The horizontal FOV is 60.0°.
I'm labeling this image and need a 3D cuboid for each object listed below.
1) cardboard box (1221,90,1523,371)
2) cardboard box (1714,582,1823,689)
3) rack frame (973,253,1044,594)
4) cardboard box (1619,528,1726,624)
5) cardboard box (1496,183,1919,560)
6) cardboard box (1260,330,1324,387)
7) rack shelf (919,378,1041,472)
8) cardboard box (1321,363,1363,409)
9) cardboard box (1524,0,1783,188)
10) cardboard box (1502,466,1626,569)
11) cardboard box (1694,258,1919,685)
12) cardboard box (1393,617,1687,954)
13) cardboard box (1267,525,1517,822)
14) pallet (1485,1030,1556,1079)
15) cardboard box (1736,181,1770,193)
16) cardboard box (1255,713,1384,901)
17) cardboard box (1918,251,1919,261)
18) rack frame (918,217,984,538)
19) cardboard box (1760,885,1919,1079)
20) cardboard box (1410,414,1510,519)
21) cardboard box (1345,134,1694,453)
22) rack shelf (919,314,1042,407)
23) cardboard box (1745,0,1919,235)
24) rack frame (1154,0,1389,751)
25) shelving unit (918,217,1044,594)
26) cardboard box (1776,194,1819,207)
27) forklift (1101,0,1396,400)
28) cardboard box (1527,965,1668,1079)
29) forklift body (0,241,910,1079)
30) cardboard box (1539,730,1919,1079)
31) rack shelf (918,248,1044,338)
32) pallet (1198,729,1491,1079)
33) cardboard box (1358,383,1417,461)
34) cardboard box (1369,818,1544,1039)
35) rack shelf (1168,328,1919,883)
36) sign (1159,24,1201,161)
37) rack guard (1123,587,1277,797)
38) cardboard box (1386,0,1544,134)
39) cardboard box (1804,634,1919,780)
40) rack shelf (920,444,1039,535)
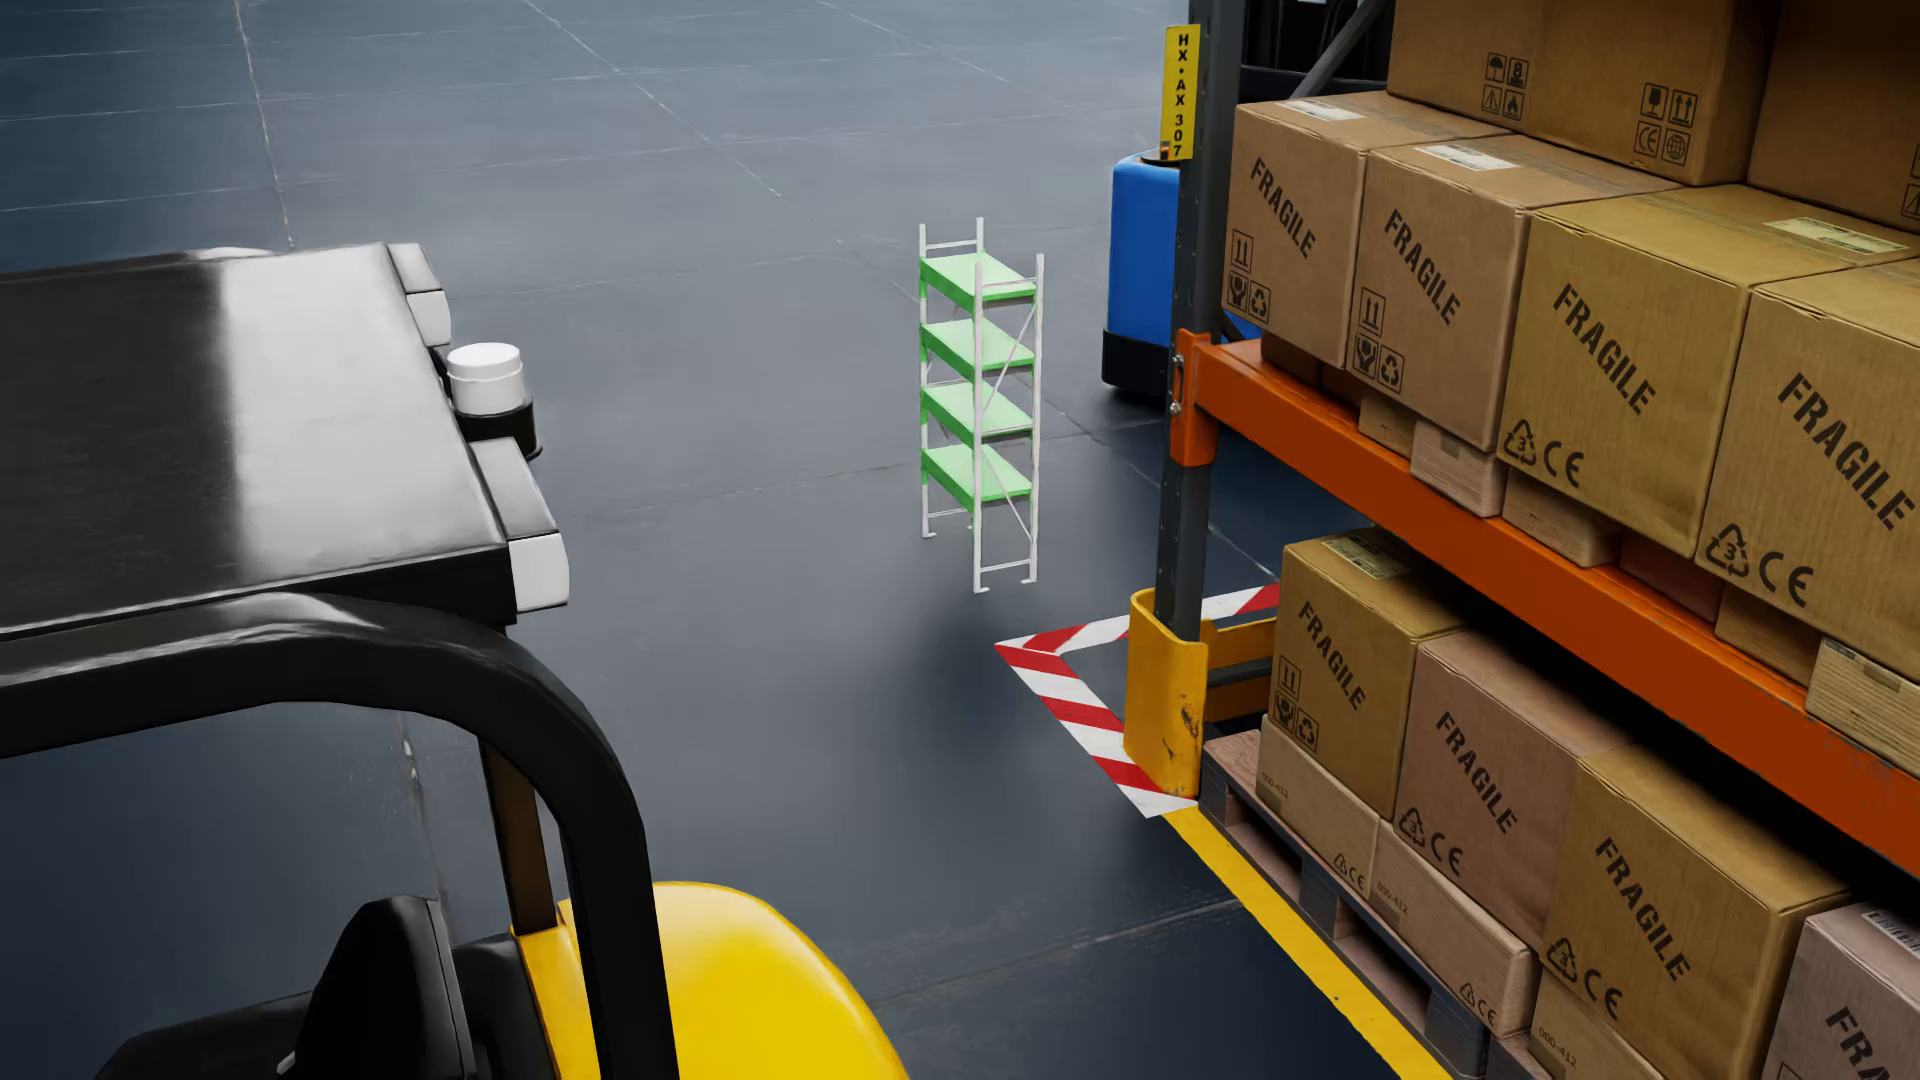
[{"bbox_3d":[0.974,-0.744,3.902,0.500,0.500,0.500,-11,28,-21],"label":"cardboard box"},{"bbox_3d":[1.551,0.119,2.875,0.380,0.149,0.250,-11,28,-22],"label":"cardboard box"},{"bbox_3d":[0.160,-0.374,5.648,0.240,1.200,0.015,-11,28,-21],"label":"rack frame"},{"bbox_3d":[1.475,0.007,3.103,0.380,0.149,0.250,-10,28,-19],"label":"cardboard box"},{"bbox_3d":[1.380,-0.330,3.054,0.500,0.500,0.500,-11,28,-22],"label":"cardboard box"},{"bbox_3d":[0.986,-0.519,4.180,0.380,0.149,0.250,-10,28,-20],"label":"cardboard box"},{"bbox_3d":[0.065,-0.415,5.878,0.258,0.148,0.480,-11,28,-21],"label":"rack shelf"},{"bbox_3d":[1.098,-0.419,3.977,0.380,0.149,0.250,-10,28,-20],"label":"cardboard box"},{"bbox_3d":[1.636,-1.058,3.406,0.700,0.500,0.500,-10,28,-20],"label":"cardboard box"},{"bbox_3d":[1.317,-0.089,3.301,0.380,0.149,0.250,-10,28,-19],"label":"cardboard box"},{"bbox_3d":[1.587,-0.126,2.637,0.500,0.500,0.500,-11,28,-22],"label":"cardboard box"},{"bbox_3d":[1.324,0.498,3.611,0.500,0.500,0.500,-12,28,-23],"label":"cardboard box"},{"bbox_3d":[1.115,0.288,4.042,0.500,0.500,0.500,-12,28,-22],"label":"cardboard box"},{"bbox_3d":[1.833,1.305,3.337,1.003,0.211,1.213,-11,28,-21],"label":"pallet"},{"bbox_3d":[1.701,-0.608,3.624,0.500,0.500,0.500,-11,28,-20],"label":"cardboard box"},{"bbox_3d":[1.105,0.616,4.226,0.500,0.250,0.500,-11,28,-21],"label":"cardboard box"},{"bbox_3d":[1.998,-0.645,2.559,0.700,0.500,0.500,-11,28,-21],"label":"cardboard box"},{"bbox_3d":[-0.031,-0.571,6.052,0.240,1.200,0.015,-11,28,-21],"label":"rack frame"},{"bbox_3d":[1.730,0.917,2.754,0.500,0.500,0.500,-9,27,-18],"label":"cardboard box"},{"bbox_3d":[1.184,-0.188,3.503,0.380,0.149,0.250,-10,28,-20],"label":"cardboard box"},{"bbox_3d":[1.180,-0.536,3.475,0.500,0.500,0.500,-10,28,-19],"label":"cardboard box"},{"bbox_3d":[0.065,-0.631,5.773,0.258,0.148,0.480,-11,28,-21],"label":"rack shelf"},{"bbox_3d":[1.930,-0.870,3.020,0.700,0.500,0.500,-11,28,-21],"label":"cardboard box"},{"bbox_3d":[1.044,-0.805,4.479,1.000,3.000,0.127,-11,28,-21],"label":"rack frame"},{"bbox_3d":[0.065,-0.472,5.850,0.258,1.200,0.503,-11,28,-21],"label":"shelving unit"},{"bbox_3d":[1.894,-0.406,3.209,0.500,0.500,0.500,-11,28,-21],"label":"cardboard box"},{"bbox_3d":[1.982,-2.342,7.706,1.130,2.935,3.031,20,33,36],"label":"forklift"},{"bbox_3d":[1.523,1.041,3.354,0.500,0.250,0.500,-9,27,-17],"label":"cardboard box"},{"bbox_3d":[-1.101,0.883,1.989,2.313,2.155,1.214,-11,28,-21],"label":"forklift body"},{"bbox_3d":[1.513,0.702,3.193,0.500,0.500,0.500,-10,28,-20],"label":"cardboard box"},{"bbox_3d":[0.065,-0.846,5.667,0.258,0.148,0.480,-11,28,-21],"label":"rack shelf"},{"bbox_3d":[1.359,0.813,4.344,1.003,0.211,1.213,-11,28,-21],"label":"pallet"},{"bbox_3d":[1.127,-0.298,3.729,0.380,0.149,0.250,-12,28,-22],"label":"cardboard box"},{"bbox_3d":[1.298,0.823,3.801,0.500,0.250,0.500,-10,28,-19],"label":"cardboard box"},{"bbox_3d":[1.827,0.326,2.983,1.077,0.370,4.000,-11,28,-21],"label":"rack shelf"},{"bbox_3d":[0.544,-1.100,4.098,0.100,0.325,0.005,-11,28,-21],"label":"sign"},{"bbox_3d":[1.073,0.349,4.965,1.175,0.500,0.348,-11,28,-21],"label":"rack guard"},{"bbox_3d":[1.444,-1.264,3.827,0.700,0.500,0.500,-11,28,-22],"label":"cardboard box"},{"bbox_3d":[1.596,0.230,2.646,0.380,0.149,0.250,-10,28,-20],"label":"cardboard box"},{"bbox_3d":[0.065,-0.199,5.983,0.258,0.148,0.480,-11,28,-21],"label":"rack shelf"}]
